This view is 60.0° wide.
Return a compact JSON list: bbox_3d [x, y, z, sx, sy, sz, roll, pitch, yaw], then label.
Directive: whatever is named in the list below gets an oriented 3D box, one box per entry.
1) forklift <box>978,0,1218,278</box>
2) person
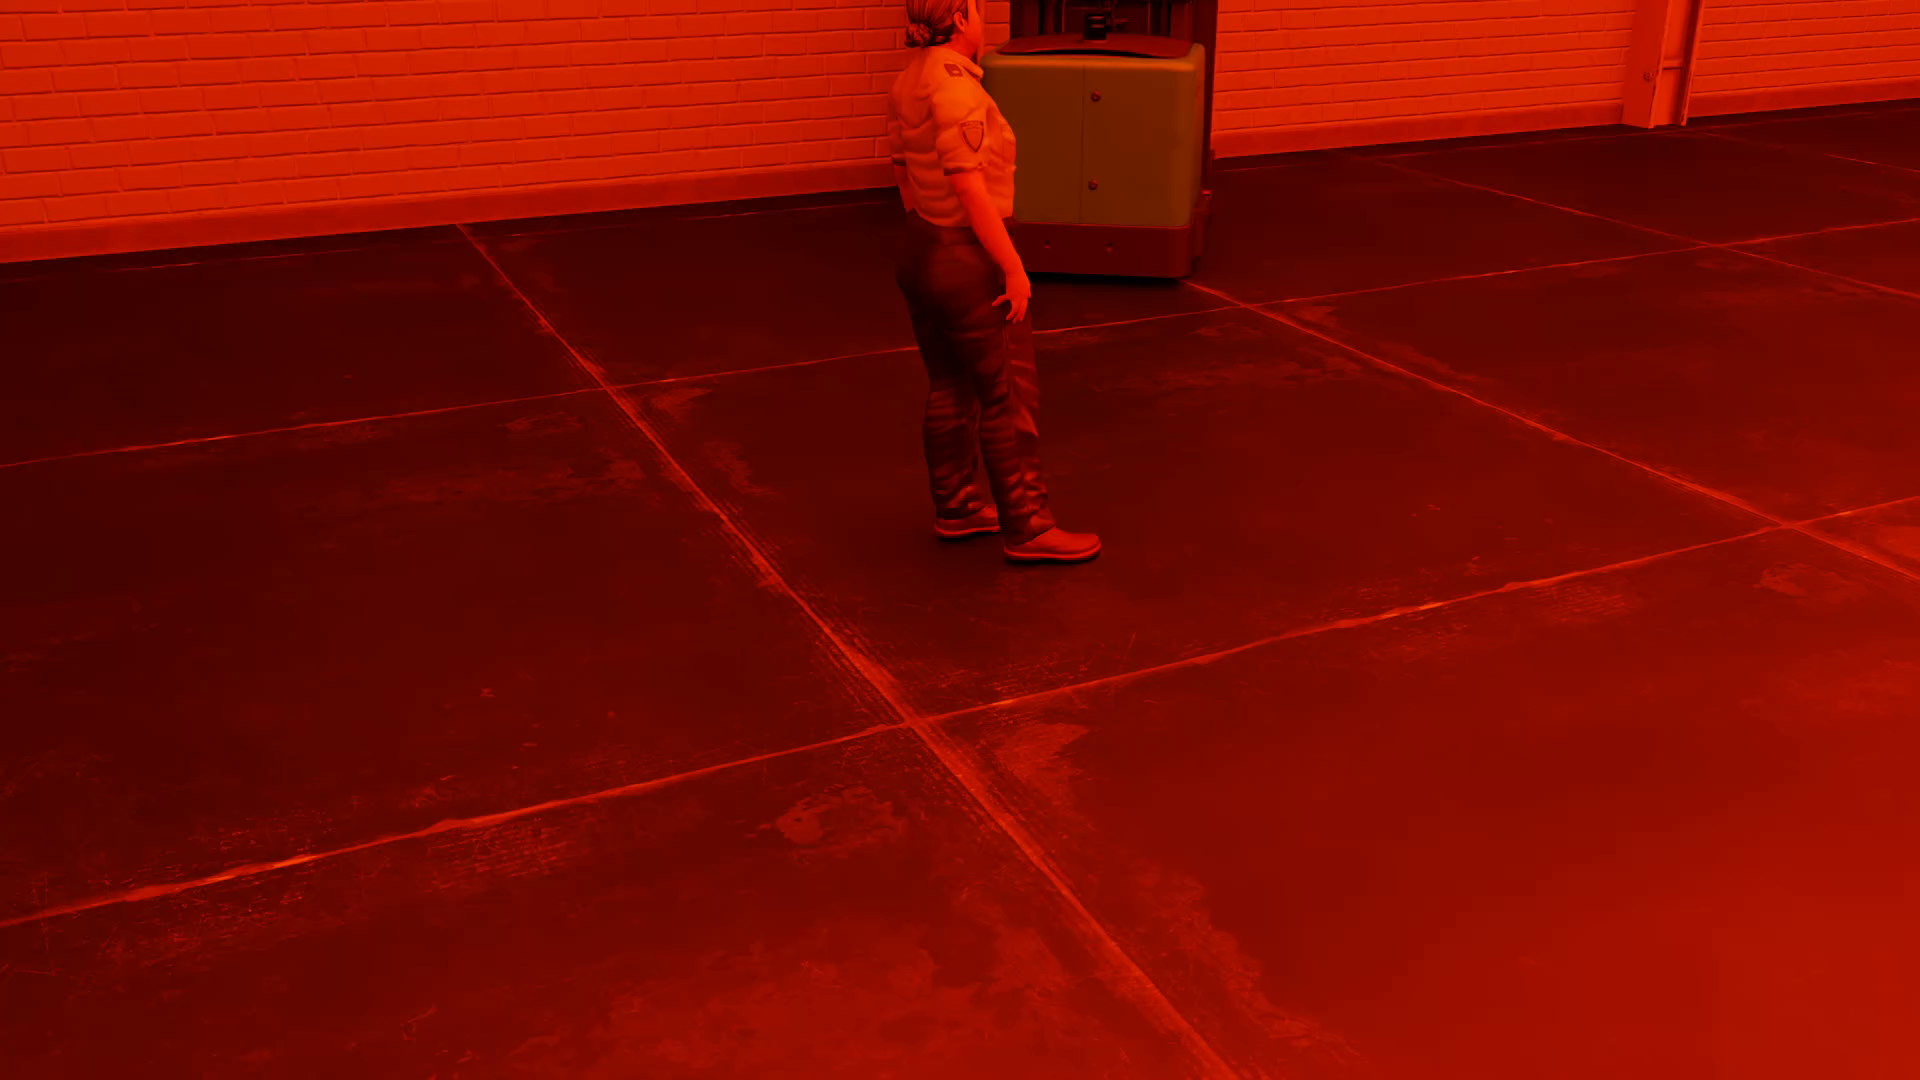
[{"bbox_3d":[0.851,-3.136,8.836,1.130,2.935,3.031,4,23,10],"label":"forklift"},{"bbox_3d":[0.091,-0.775,4.803,0.503,1.651,0.598,-10,25,-23],"label":"person"}]
